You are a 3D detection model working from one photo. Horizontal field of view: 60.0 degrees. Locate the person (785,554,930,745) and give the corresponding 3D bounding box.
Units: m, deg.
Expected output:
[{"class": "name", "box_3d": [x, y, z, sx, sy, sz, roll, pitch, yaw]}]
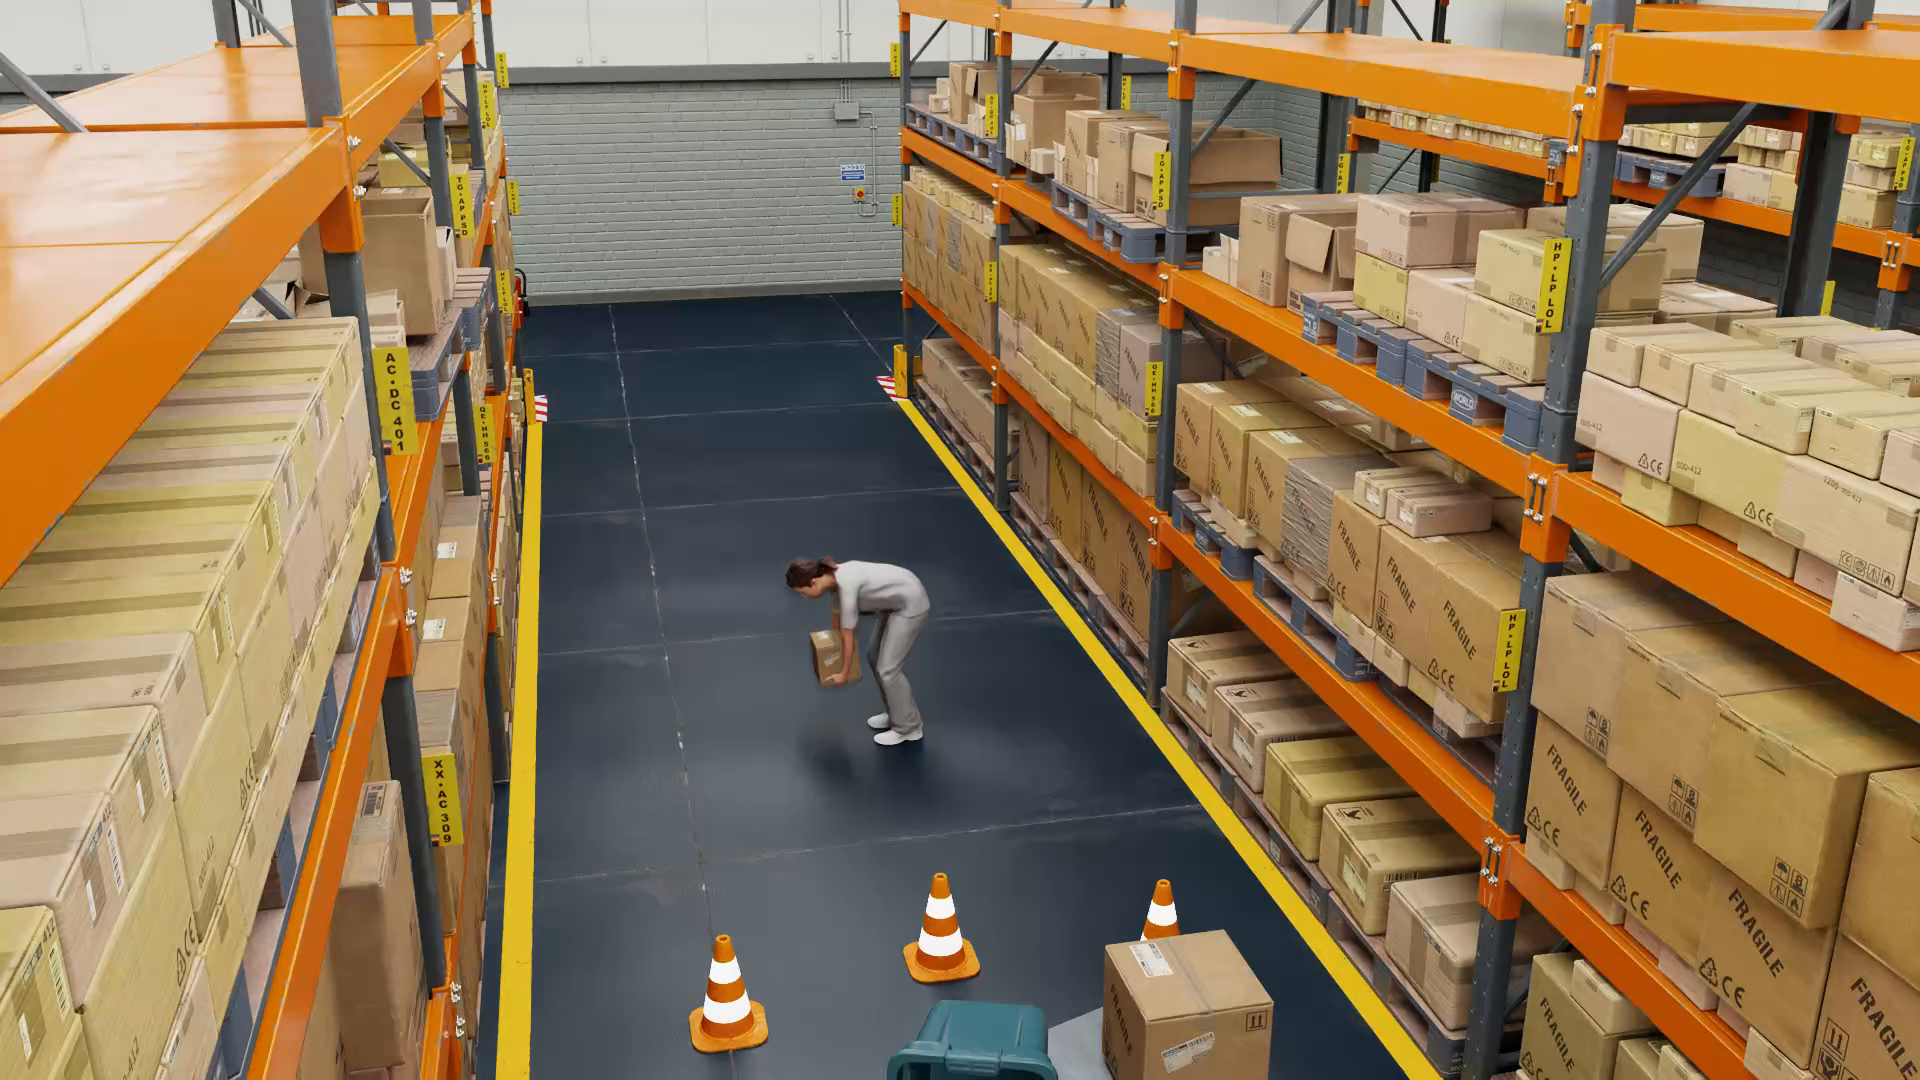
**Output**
[{"class": "person", "box_3d": [-0.606, 0.640, 9.992, 0.853, 1.202, 0.417, -5, 20, -14]}]
